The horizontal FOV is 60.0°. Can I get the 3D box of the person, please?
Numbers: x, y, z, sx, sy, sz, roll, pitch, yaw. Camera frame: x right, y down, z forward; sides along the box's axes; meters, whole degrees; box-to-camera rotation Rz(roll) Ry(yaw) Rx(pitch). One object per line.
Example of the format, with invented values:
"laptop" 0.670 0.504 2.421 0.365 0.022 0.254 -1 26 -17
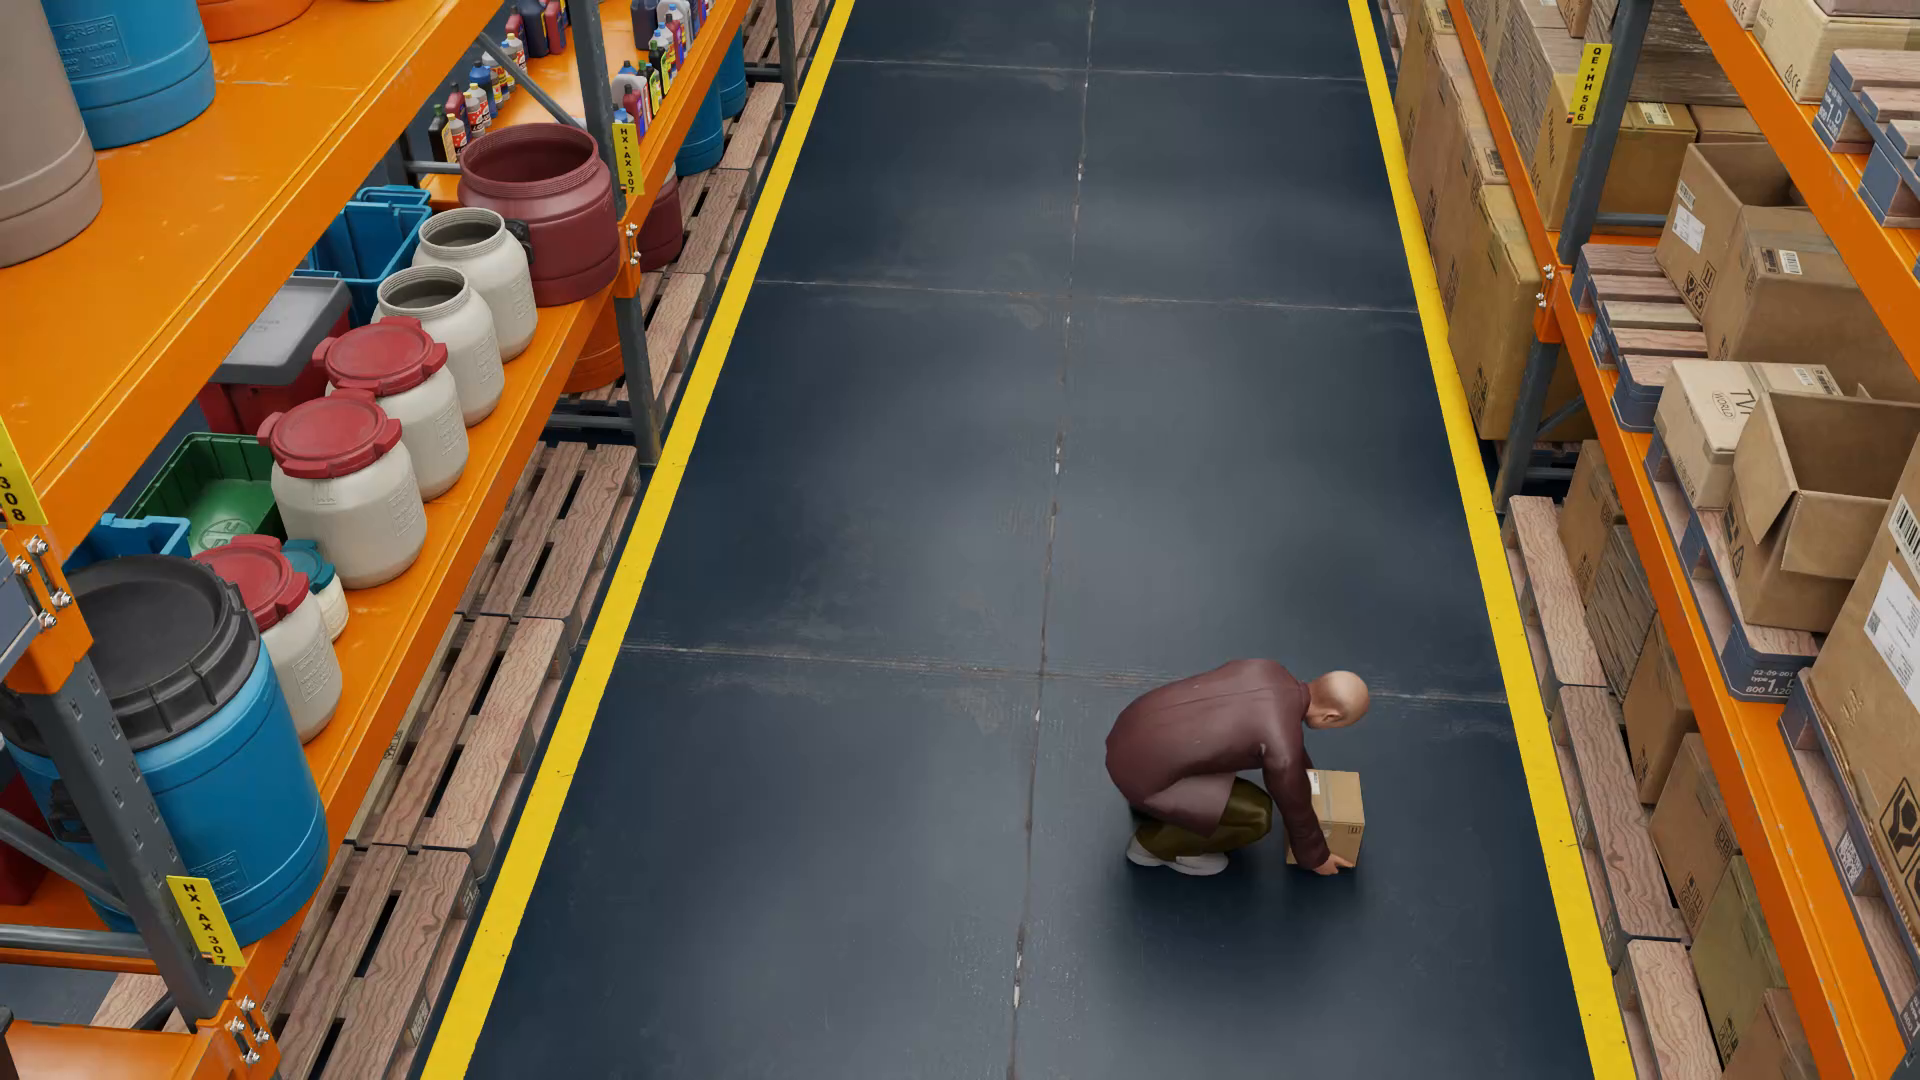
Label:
"person" 0.984 0.830 5.997 0.930 0.881 0.581 3 40 3
